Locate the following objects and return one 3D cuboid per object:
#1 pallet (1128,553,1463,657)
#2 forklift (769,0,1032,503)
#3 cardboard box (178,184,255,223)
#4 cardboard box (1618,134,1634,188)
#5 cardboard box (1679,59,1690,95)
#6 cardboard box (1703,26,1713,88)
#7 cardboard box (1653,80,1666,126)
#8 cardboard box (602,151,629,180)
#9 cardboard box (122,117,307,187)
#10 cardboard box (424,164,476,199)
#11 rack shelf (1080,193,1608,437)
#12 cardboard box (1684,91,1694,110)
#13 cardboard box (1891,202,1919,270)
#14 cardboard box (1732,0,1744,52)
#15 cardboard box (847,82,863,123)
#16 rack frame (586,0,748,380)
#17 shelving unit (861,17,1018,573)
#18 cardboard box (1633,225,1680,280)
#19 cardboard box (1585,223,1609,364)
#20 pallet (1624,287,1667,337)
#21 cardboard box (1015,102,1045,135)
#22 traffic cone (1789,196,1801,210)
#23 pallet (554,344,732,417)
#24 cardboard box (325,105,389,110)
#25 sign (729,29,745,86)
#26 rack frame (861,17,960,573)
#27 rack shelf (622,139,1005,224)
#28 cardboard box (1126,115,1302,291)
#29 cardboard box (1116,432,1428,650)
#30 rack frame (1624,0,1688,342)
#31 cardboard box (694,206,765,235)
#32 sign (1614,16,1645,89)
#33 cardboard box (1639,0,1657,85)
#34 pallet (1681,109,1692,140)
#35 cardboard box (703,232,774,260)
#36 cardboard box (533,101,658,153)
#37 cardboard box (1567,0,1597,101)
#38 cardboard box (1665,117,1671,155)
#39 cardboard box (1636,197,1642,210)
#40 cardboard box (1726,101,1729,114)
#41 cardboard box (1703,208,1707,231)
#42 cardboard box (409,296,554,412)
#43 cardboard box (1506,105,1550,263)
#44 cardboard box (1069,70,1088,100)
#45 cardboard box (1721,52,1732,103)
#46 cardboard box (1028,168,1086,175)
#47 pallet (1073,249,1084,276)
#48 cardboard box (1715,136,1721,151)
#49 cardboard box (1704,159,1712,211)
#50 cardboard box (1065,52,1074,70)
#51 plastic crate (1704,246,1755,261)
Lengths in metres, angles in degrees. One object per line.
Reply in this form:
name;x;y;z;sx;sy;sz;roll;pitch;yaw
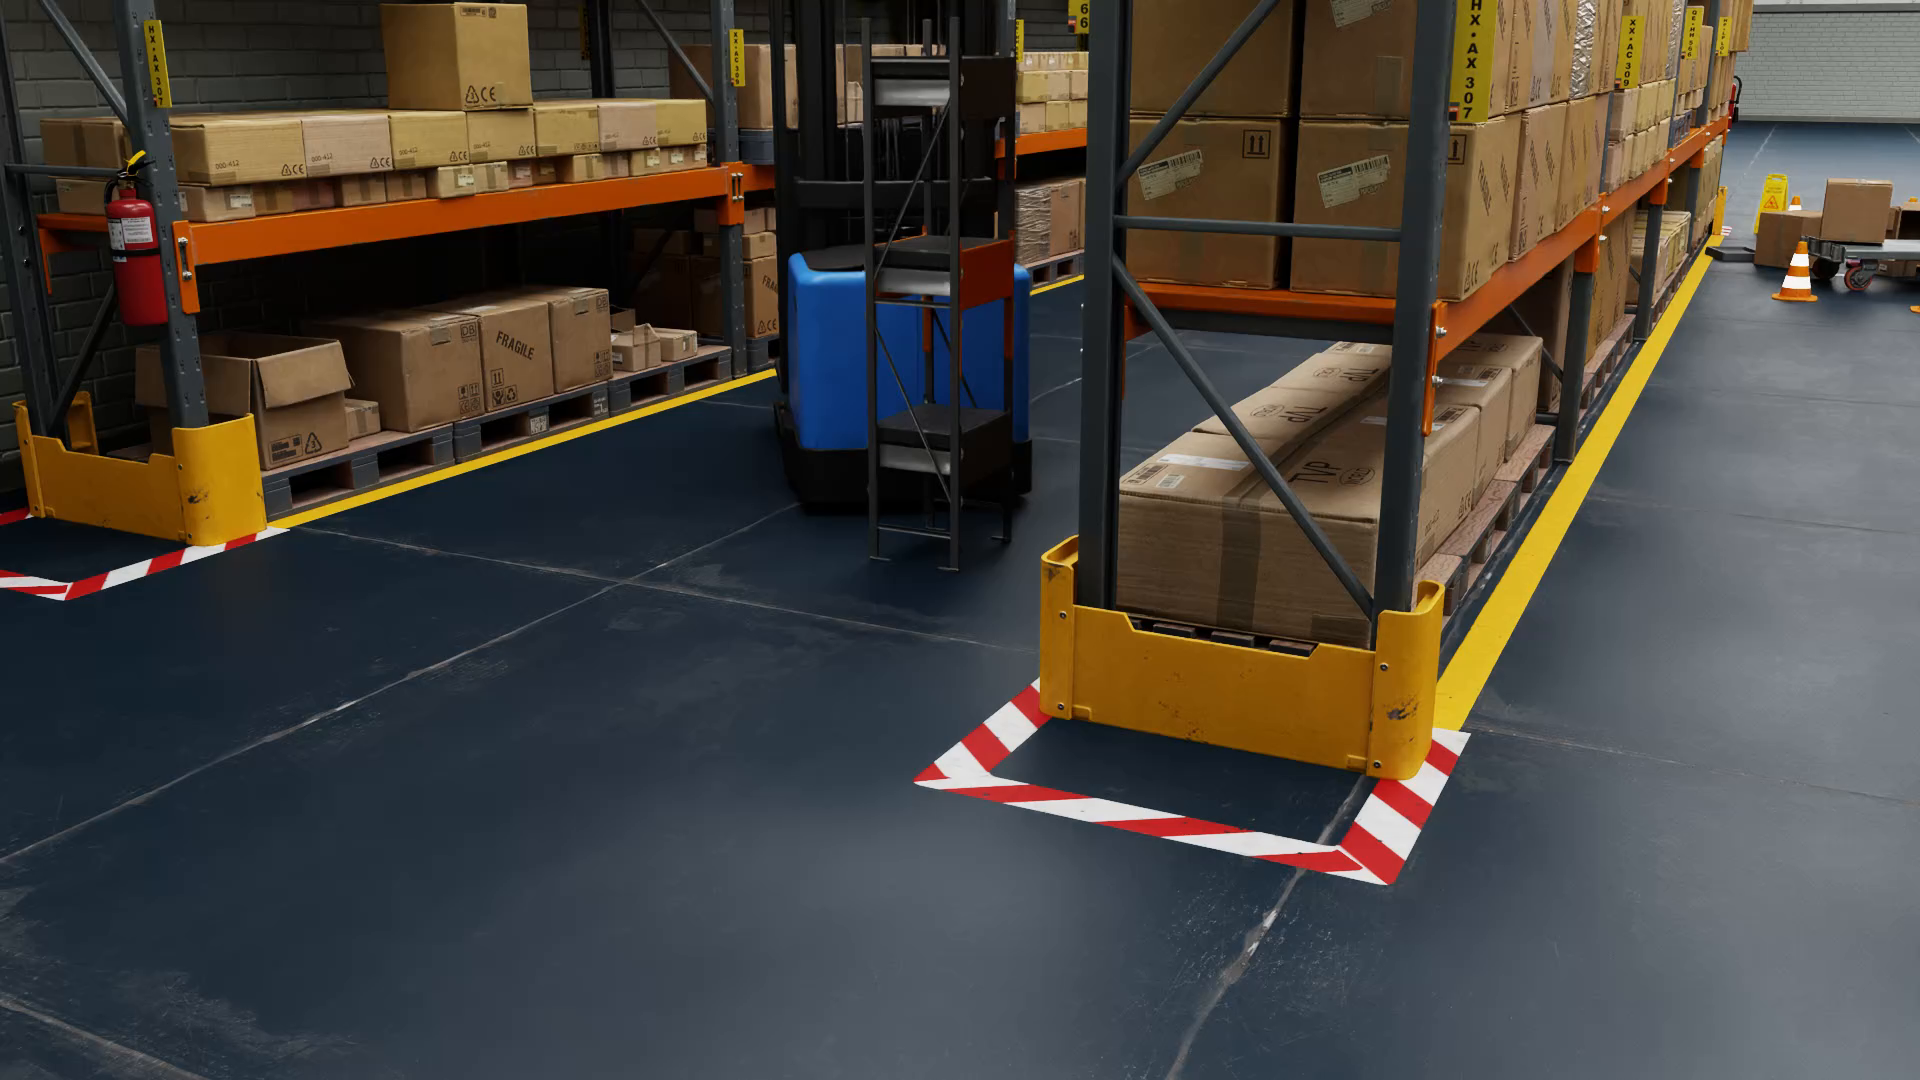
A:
pallet;1.125;0.251;5.808;1.003;0.211;1.213;8;18;25
forklift;-0.408;-1.943;8.417;1.130;2.935;3.031;-2;17;-8
cardboard box;-3.213;-1.431;7.015;0.380;0.149;0.250;8;18;25
cardboard box;3.287;-2.029;8.852;0.500;0.250;0.500;8;18;24
cardboard box;5.047;-3.520;12.173;0.500;0.500;0.500;9;19;28
cardboard box;6.198;-4.173;14.372;0.500;0.500;0.500;8;18;24
cardboard box;3.987;-2.658;10.089;0.500;0.250;0.500;8;18;24
cardboard box;-2.067;-2.086;9.220;0.380;0.149;0.250;9;19;27
cardboard box;-3.161;-1.654;7.067;0.500;0.250;0.500;8;18;26
cardboard box;-2.592;-1.753;8.098;0.380;0.149;0.250;8;18;24
rack shelf;1.731;-1.036;6.509;1.077;0.370;4.000;8;18;25
cardboard box;5.748;-3.585;13.530;0.380;0.149;0.250;8;18;25
cardboard box;9.056;-2.807;15.353;0.797;0.637;0.503;8;18;25
cardboard box;7.086;-4.935;15.916;0.700;0.500;0.500;8;18;24
cardboard box;-0.853;-2.963;11.231;0.396;0.266;0.258;9;19;28
rack frame;-1.818;-2.521;10.245;1.000;3.000;0.127;8;18;25
shelving unit;-0.074;-0.964;6.583;0.431;2.100;0.503;8;18;25
cardboard box;5.340;-2.375;13.631;0.950;0.372;0.625;9;19;27
cardboard box;3.227;-1.473;9.709;0.875;0.875;0.875;9;19;27
pallet;4.763;-1.772;12.619;1.003;0.211;1.213;8;18;25
cardboard box;0.387;-3.550;13.972;0.500;0.250;0.500;8;18;26
traffic cone;8.949;-3.458;17.853;0.336;0.463;0.334;8;18;25
pallet;-2.125;-1.010;10.053;1.003;0.211;1.213;8;18;25
cardboard box;-2.946;-2.114;8.614;0.500;0.250;0.500;8;18;25
sign;-1.329;-2.869;9.896;0.100;0.325;0.005;8;18;25
rack frame;-0.183;-0.902;6.374;0.400;2.100;0.015;8;18;25
rack shelf;-0.924;-2.686;12.062;1.077;0.370;4.000;8;18;25
cardboard box;0.816;-1.076;5.204;0.500;0.500;0.500;8;18;26
cardboard box;1.043;-0.026;5.605;0.875;0.438;0.875;7;18;24
rack frame;4.412;-2.910;11.552;1.000;3.000;0.127;8;18;25
cardboard box;-1.473;-2.043;10.626;0.380;0.149;0.250;8;18;24
sign;3.122;-2.273;7.751;0.100;0.325;0.005;8;18;25
cardboard box;3.507;-2.754;9.097;0.500;0.500;0.500;8;18;24
pallet;5.260;-3.327;13.295;1.003;0.211;1.213;8;18;25
cardboard box;-1.419;-1.893;10.642;0.380;0.149;0.250;9;19;28
cardboard box;-2.038;-2.302;9.247;0.500;0.250;0.500;8;18;26
cardboard box;2.208;-2.004;6.570;0.500;0.500;0.500;8;18;26
cardboard box;4.418;-2.676;11.029;0.500;0.250;0.500;7;18;23
cardboard box;6.224;-3.356;15.830;0.500;0.500;0.500;8;18;25
cardboard box;7.997;-4.626;17.772;0.380;0.149;0.250;8;18;25
cardboard box;7.168;-3.200;16.623;0.500;0.250;0.500;8;18;25
cardboard box;-2.504;-0.984;8.721;0.500;0.500;0.500;8;19;26
cardboard box;1.753;-1.265;5.840;0.500;0.500;0.500;8;18;25
cardboard box;0.861;-4.048;14.771;0.500;0.250;0.500;8;18;24
cardboard box;7.536;-4.711;16.918;0.500;0.500;0.500;8;18;25
cardboard box;1.180;-3.291;16.269;0.875;0.625;0.625;8;18;25
pallet;0.919;-2.718;15.804;1.003;0.211;1.213;8;18;25
cardboard box;7.643;-4.098;17.189;0.380;0.149;0.250;8;19;26
cardboard box;6.933;-3.425;16.062;0.500;0.500;0.500;9;19;28
cardboard box;0.777;-4.216;14.634;0.380;0.149;0.250;8;18;26
plastic crate;7.635;-2.824;16.393;0.402;0.080;0.583;2;17;6
